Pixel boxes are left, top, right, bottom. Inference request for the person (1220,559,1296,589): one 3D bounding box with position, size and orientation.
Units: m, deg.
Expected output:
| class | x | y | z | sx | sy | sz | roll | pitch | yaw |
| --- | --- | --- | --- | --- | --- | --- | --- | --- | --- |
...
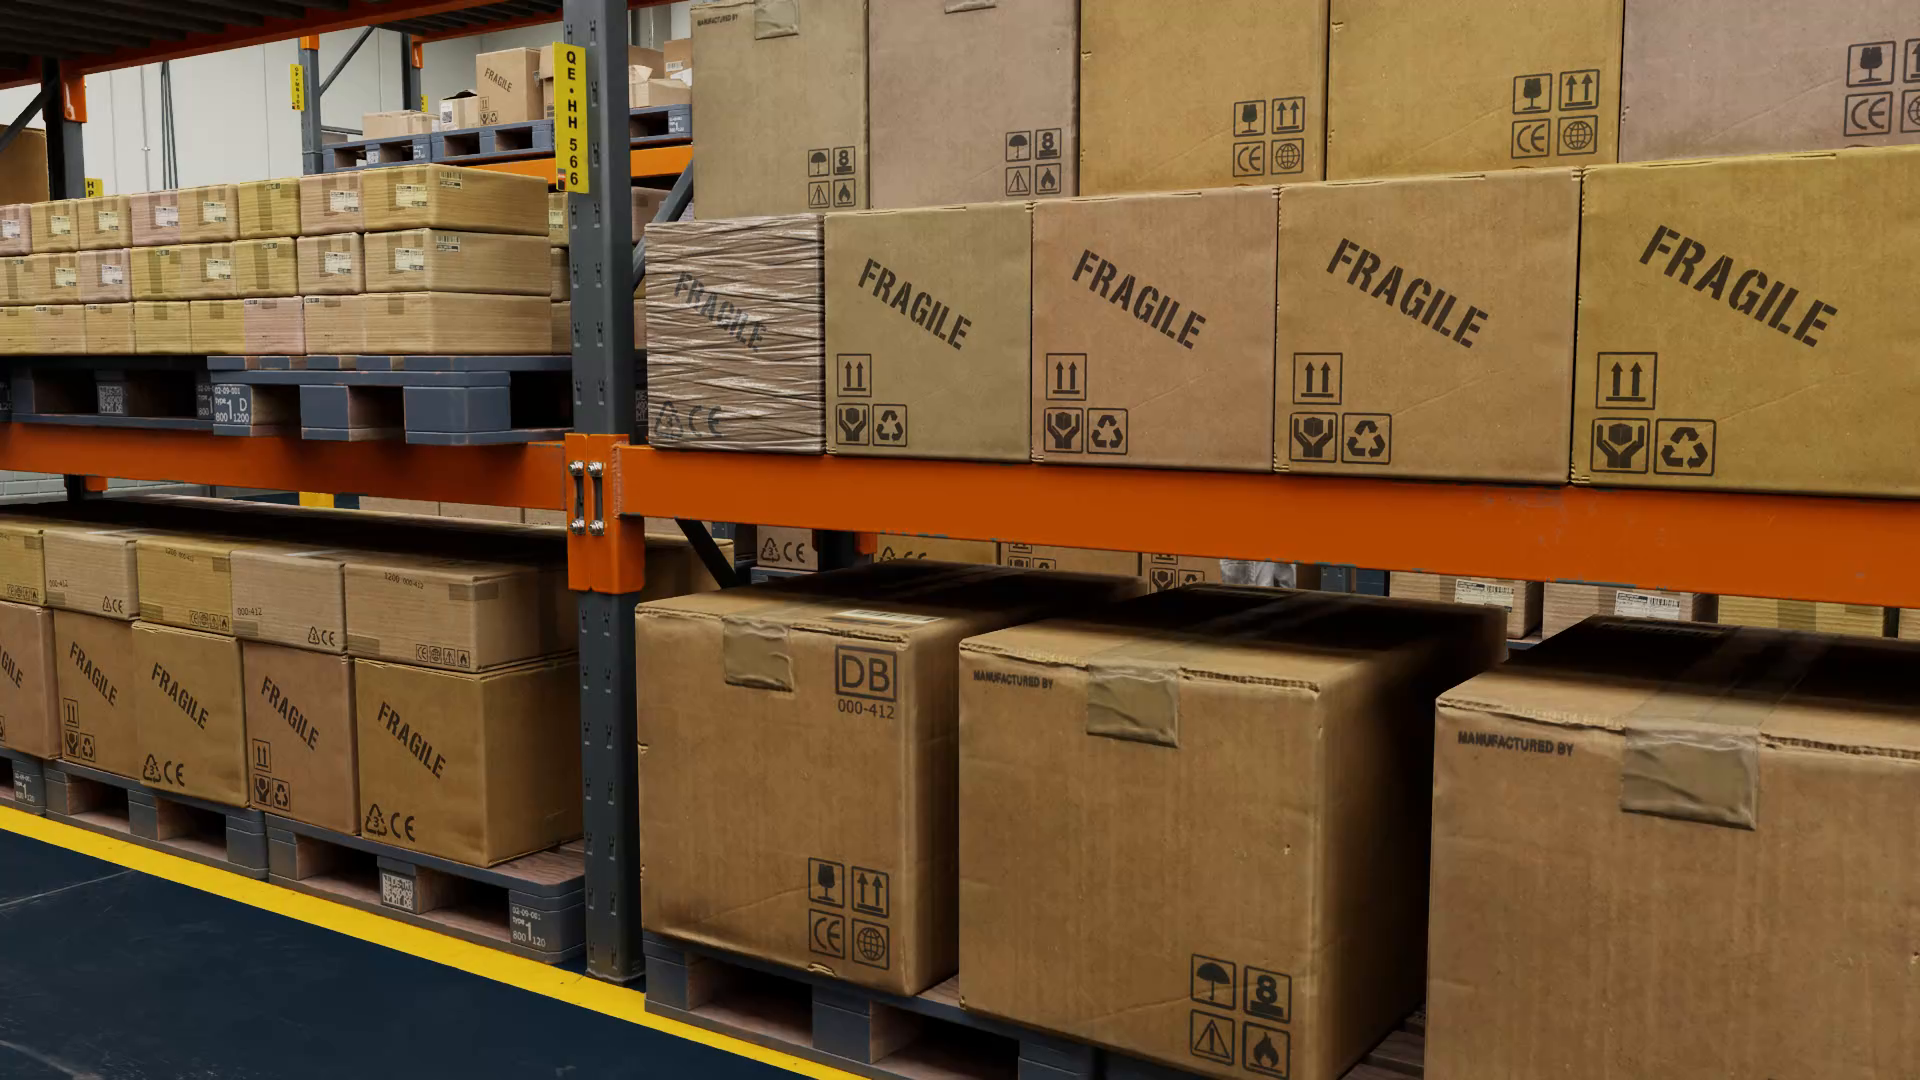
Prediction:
| class | x | y | z | sx | sy | sz | roll | pitch | yaw |
| --- | --- | --- | --- | --- | --- | --- | --- | --- | --- |
| person | 1.208 | -0.102 | 6.612 | 0.453 | 1.773 | 0.622 | 4 | 7 | 33 |
